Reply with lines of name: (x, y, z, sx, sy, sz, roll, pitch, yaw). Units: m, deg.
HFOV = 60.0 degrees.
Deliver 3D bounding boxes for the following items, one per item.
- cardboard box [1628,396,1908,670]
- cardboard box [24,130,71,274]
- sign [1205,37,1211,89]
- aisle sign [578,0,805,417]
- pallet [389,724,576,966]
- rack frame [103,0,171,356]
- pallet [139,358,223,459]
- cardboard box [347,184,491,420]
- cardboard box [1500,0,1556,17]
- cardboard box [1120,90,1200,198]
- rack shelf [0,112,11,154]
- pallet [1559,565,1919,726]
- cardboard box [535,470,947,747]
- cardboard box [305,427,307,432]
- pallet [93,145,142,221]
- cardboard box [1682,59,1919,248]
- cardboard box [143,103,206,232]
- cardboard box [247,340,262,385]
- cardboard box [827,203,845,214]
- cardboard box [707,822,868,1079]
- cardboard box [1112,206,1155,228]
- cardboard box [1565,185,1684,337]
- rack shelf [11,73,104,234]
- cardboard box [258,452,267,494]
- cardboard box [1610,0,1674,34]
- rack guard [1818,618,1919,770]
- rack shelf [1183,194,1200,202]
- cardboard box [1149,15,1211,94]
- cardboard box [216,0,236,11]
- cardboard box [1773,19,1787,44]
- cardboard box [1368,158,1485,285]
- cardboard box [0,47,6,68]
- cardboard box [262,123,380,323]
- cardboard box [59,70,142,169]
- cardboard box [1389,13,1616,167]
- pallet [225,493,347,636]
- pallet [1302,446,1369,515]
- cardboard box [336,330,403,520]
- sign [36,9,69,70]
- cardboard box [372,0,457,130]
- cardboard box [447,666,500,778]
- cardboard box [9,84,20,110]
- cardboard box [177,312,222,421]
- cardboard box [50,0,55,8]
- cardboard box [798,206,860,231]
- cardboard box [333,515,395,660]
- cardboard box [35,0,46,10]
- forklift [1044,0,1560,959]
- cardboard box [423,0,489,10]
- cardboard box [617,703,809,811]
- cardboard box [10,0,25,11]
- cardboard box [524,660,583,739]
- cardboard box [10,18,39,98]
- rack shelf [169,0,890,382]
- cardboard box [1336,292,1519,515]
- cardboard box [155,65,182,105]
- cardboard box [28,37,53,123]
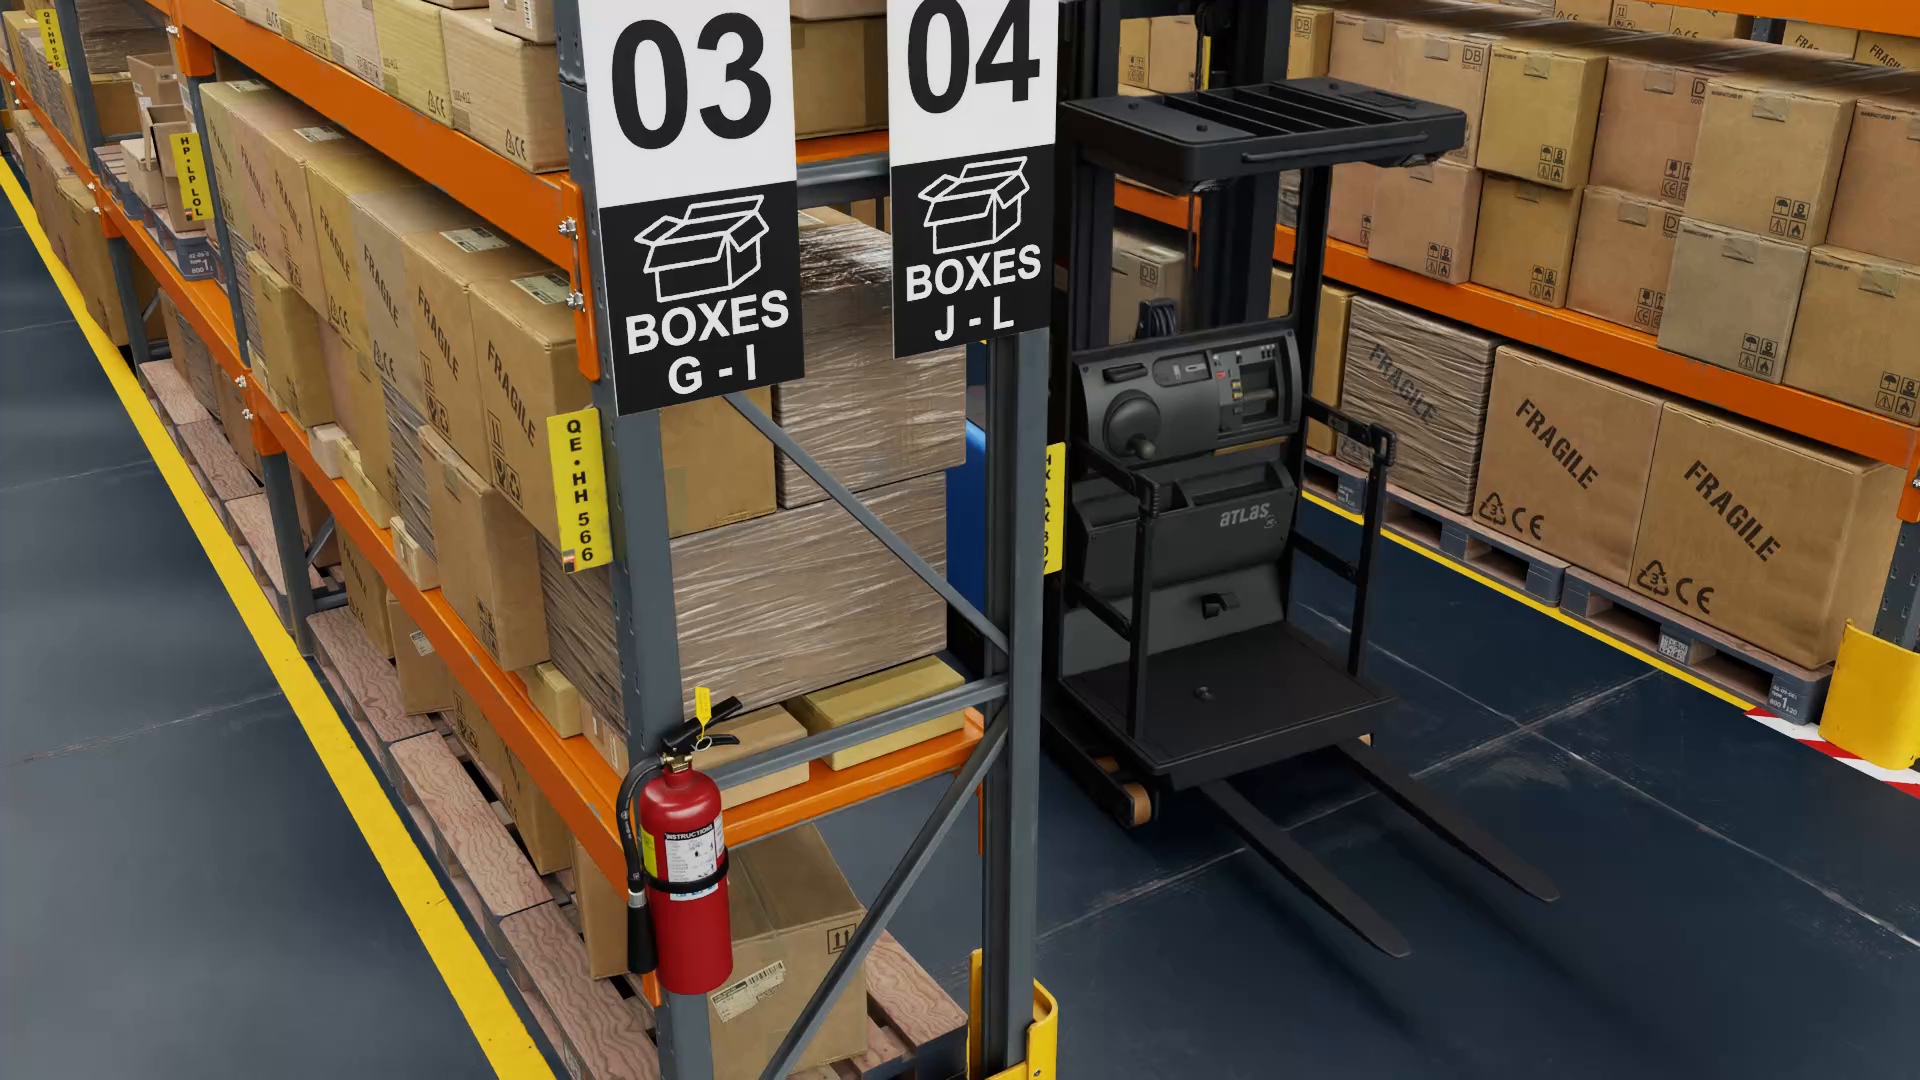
cardboard box: (3.530, -0.124, 6.997, 0.875, 0.875, 0.875, -15, 29, -29)
cardboard box: (-7.353, -3.655, 13.757, 1.225, 1.489, 5.750, -17, 30, -31)
sign: (1.322, -2.457, 8.677, 0.100, 0.325, 0.005, -16, 29, -30)
aisle sign: (-0.473, -0.632, 3.029, 0.394, 0.787, 0.004, -16, 29, -30)
pallet: (-1.373, 0.951, 5.989, 1.003, 0.211, 1.213, -16, 29, -30)
rack frame: (-4.620, -2.411, 9.842, 0.949, 2.616, 0.053, -16, 29, -30)
pallet: (-4.197, -0.869, 9.843, 1.003, 0.211, 1.213, -16, 29, -30)
cardboard box: (-1.312, -0.676, 4.532, 0.500, 0.500, 0.500, -16, 29, -30)
cardboard box: (4.584, -4.320, 12.930, 0.500, 0.500, 0.500, -17, 30, -31)
cardboard box: (1.263, -2.268, 9.424, 0.500, 0.500, 0.500, -16, 29, -30)
rack shelf: (-10.874, -0.711, 6.243, 15.819, 3.000, 15.968, -16, 29, -30)
pallet: (3.453, 0.325, 7.314, 1.003, 0.211, 1.213, -16, 29, -30)
cardboard box: (-0.533, 0.069, 4.125, 0.875, 0.500, 0.500, -16, 29, -30)
cardboard box: (-2.144, -0.456, 5.996, 0.380, 0.149, 0.250, -16, 29, -30)
pallet: (-4.145, -2.093, 9.394, 1.213, 0.211, 1.003, -16, 29, -30)
cardboard box: (3.408, -1.541, 6.560, 0.875, 0.550, 0.550, -16, 29, -30)
cardboard box: (-3.463, -1.814, 7.966, 0.797, 0.503, 0.637, -12, 28, -24)
cardboard box: (-2.574, -0.718, 6.552, 0.380, 0.149, 0.250, -16, 29, -30)
cardboard box: (-0.990, -2.763, 13.026, 0.500, 0.500, 0.500, -16, 29, -30)
cardboard box: (-0.582, 1.165, 4.705, 0.500, 0.500, 0.500, -10, 27, -20)
cardboard box: (0.834, -1.818, 10.731, 1.050, 0.750, 0.750, -16, 29, -30)
cardboard box: (3.196, -1.279, 7.270, 0.875, 0.550, 0.550, -16, 29, -30)
rack shelf: (-5.715, -2.800, 11.510, 1.077, 0.370, 4.000, -16, 29, -30)
cardboard box: (-3.001, -0.447, 8.096, 0.700, 0.500, 0.500, -16, 29, -30)
cardboard box: (5.148, -3.947, 12.140, 0.500, 0.500, 0.500, -15, 29, -29)
rack guard: (3.968, 0.471, 6.667, 1.175, 0.500, 0.348, -16, 29, -30)
rack shelf: (0.680, -2.577, 10.809, 0.919, 0.124, 3.809, -16, 29, -30)
cardboard box: (1.496, -2.772, 9.321, 0.700, 0.500, 0.500, -16, 30, -30)
cardboard box: (-2.115, -1.859, 5.336, 0.500, 0.250, 0.500, -16, 30, -30)
cardboard box: (5.848, -3.893, 12.025, 0.500, 0.500, 0.500, -15, 29, -28)
cardboard box: (2.498, -1.625, 8.004, 0.875, 0.550, 0.550, -16, 29, -30)
cardboard box: (-7.388, -3.852, 13.190, 0.380, 0.149, 0.250, -15, 29, -29)
cardboard box: (-1.860, -1.033, 5.288, 0.500, 0.500, 0.500, -16, 29, -30)
cardboard box: (-5.100, -2.574, 10.071, 0.500, 0.500, 0.500, -15, 29, -28)
cardboard box: (2.522, -2.120, 7.787, 0.875, 0.550, 0.550, -16, 29, -30)
pallet: (-2.865, 0.004, 7.995, 1.003, 0.211, 1.213, -16, 29, -30)
pallet: (2.121, -0.548, 9.163, 1.003, 0.211, 1.213, -16, 29, -30)
cardboard box: (-1.505, -0.450, 5.397, 0.875, 0.649, 0.860, -16, 29, -30)
sign: (-5.086, -2.803, 9.317, 0.100, 0.325, 0.005, -16, 29, -30)
cardboard box: (-1.007, -1.128, 3.788, 0.500, 0.250, 0.500, -15, 29, -29)
cardboard box: (-1.531, 0.521, 6.070, 0.500, 0.500, 0.500, -19, 31, -34)
cardboard box: (-8.077, -3.964, 15.131, 0.875, 0.875, 0.875, -16, 29, -30)
cardboard box: (-3.927, -1.048, 9.369, 0.700, 0.500, 0.500, -18, 31, -34)
cardboard box: (-5.362, -3.408, 10.662, 0.797, 0.503, 0.637, -15, 29, -28)
cardboard box: (-0.595, -0.621, 4.415, 0.500, 0.500, 0.500, -16, 29, -30)
cardboard box: (-2.254, 0.114, 6.931, 0.500, 0.500, 0.500, -17, 30, -31)
cardboard box: (-6.086, -3.865, 11.630, 0.797, 0.503, 0.637, -15, 29, -29)
forklift: (0.939, -0.497, 5.870, 1.121, 2.935, 3.031, -12, 28, -24)
cardboard box: (-0.954, -1.237, 3.551, 0.380, 0.149, 0.250, -17, 30, -32)
cardboard box: (-0.584, 0.511, 3.947, 0.380, 0.149, 0.250, -16, 29, -30)
cardboard box: (-7.281, -4.348, 12.896, 0.500, 0.500, 0.500, -15, 29, -28)
cardboard box: (-0.900, 0.344, 4.301, 0.380, 0.149, 0.250, -16, 29, -30)
cardboard box: (-6.490, -3.483, 11.998, 0.500, 0.500, 0.500, -15, 29, -29)
rack shelf: (-1.347, -1.295, 4.808, 1.077, 0.370, 4.000, -16, 29, -30)
cardboard box: (2.552, -0.765, 8.354, 0.875, 0.875, 0.875, -15, 29, -29)
cardboard box: (-3.906, -2.285, 8.967, 0.700, 0.500, 0.500, -11, 27, -22)
cardboard box: (-5.930, -3.121, 11.229, 0.500, 0.500, 0.500, -15, 29, -29)
